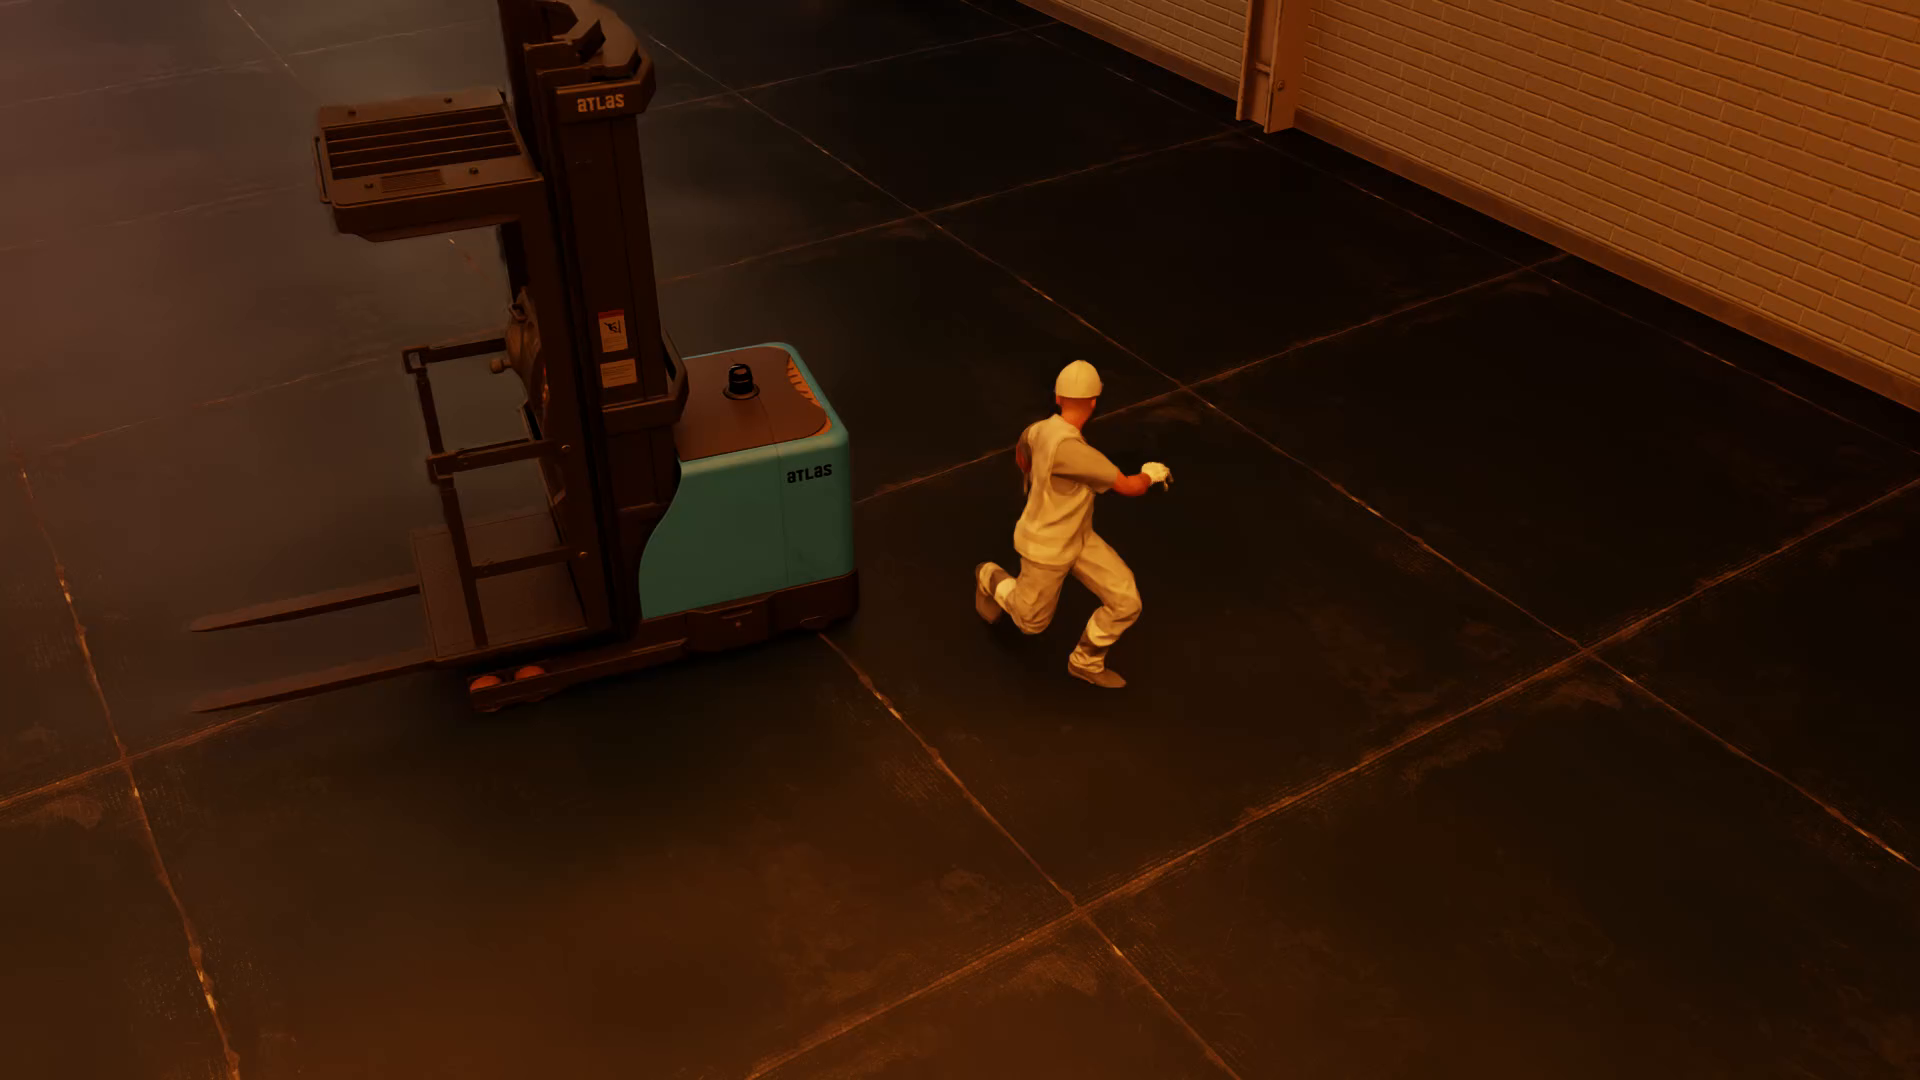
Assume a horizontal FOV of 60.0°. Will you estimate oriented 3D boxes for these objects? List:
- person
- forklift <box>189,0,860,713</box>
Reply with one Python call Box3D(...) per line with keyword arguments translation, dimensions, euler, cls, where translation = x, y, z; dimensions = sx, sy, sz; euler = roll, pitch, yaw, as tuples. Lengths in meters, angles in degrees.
Box3D(translation=(0.465, -0.113, 7.582), dimensions=(0.952, 1.541, 0.686), euler=(20, 40, 26), cls="person")
Box3D(translation=(-2.062, -0.759, 7.228), dimensions=(3.031, 2.935, 1.130), euler=(-12, 37, -17), cls="forklift")
